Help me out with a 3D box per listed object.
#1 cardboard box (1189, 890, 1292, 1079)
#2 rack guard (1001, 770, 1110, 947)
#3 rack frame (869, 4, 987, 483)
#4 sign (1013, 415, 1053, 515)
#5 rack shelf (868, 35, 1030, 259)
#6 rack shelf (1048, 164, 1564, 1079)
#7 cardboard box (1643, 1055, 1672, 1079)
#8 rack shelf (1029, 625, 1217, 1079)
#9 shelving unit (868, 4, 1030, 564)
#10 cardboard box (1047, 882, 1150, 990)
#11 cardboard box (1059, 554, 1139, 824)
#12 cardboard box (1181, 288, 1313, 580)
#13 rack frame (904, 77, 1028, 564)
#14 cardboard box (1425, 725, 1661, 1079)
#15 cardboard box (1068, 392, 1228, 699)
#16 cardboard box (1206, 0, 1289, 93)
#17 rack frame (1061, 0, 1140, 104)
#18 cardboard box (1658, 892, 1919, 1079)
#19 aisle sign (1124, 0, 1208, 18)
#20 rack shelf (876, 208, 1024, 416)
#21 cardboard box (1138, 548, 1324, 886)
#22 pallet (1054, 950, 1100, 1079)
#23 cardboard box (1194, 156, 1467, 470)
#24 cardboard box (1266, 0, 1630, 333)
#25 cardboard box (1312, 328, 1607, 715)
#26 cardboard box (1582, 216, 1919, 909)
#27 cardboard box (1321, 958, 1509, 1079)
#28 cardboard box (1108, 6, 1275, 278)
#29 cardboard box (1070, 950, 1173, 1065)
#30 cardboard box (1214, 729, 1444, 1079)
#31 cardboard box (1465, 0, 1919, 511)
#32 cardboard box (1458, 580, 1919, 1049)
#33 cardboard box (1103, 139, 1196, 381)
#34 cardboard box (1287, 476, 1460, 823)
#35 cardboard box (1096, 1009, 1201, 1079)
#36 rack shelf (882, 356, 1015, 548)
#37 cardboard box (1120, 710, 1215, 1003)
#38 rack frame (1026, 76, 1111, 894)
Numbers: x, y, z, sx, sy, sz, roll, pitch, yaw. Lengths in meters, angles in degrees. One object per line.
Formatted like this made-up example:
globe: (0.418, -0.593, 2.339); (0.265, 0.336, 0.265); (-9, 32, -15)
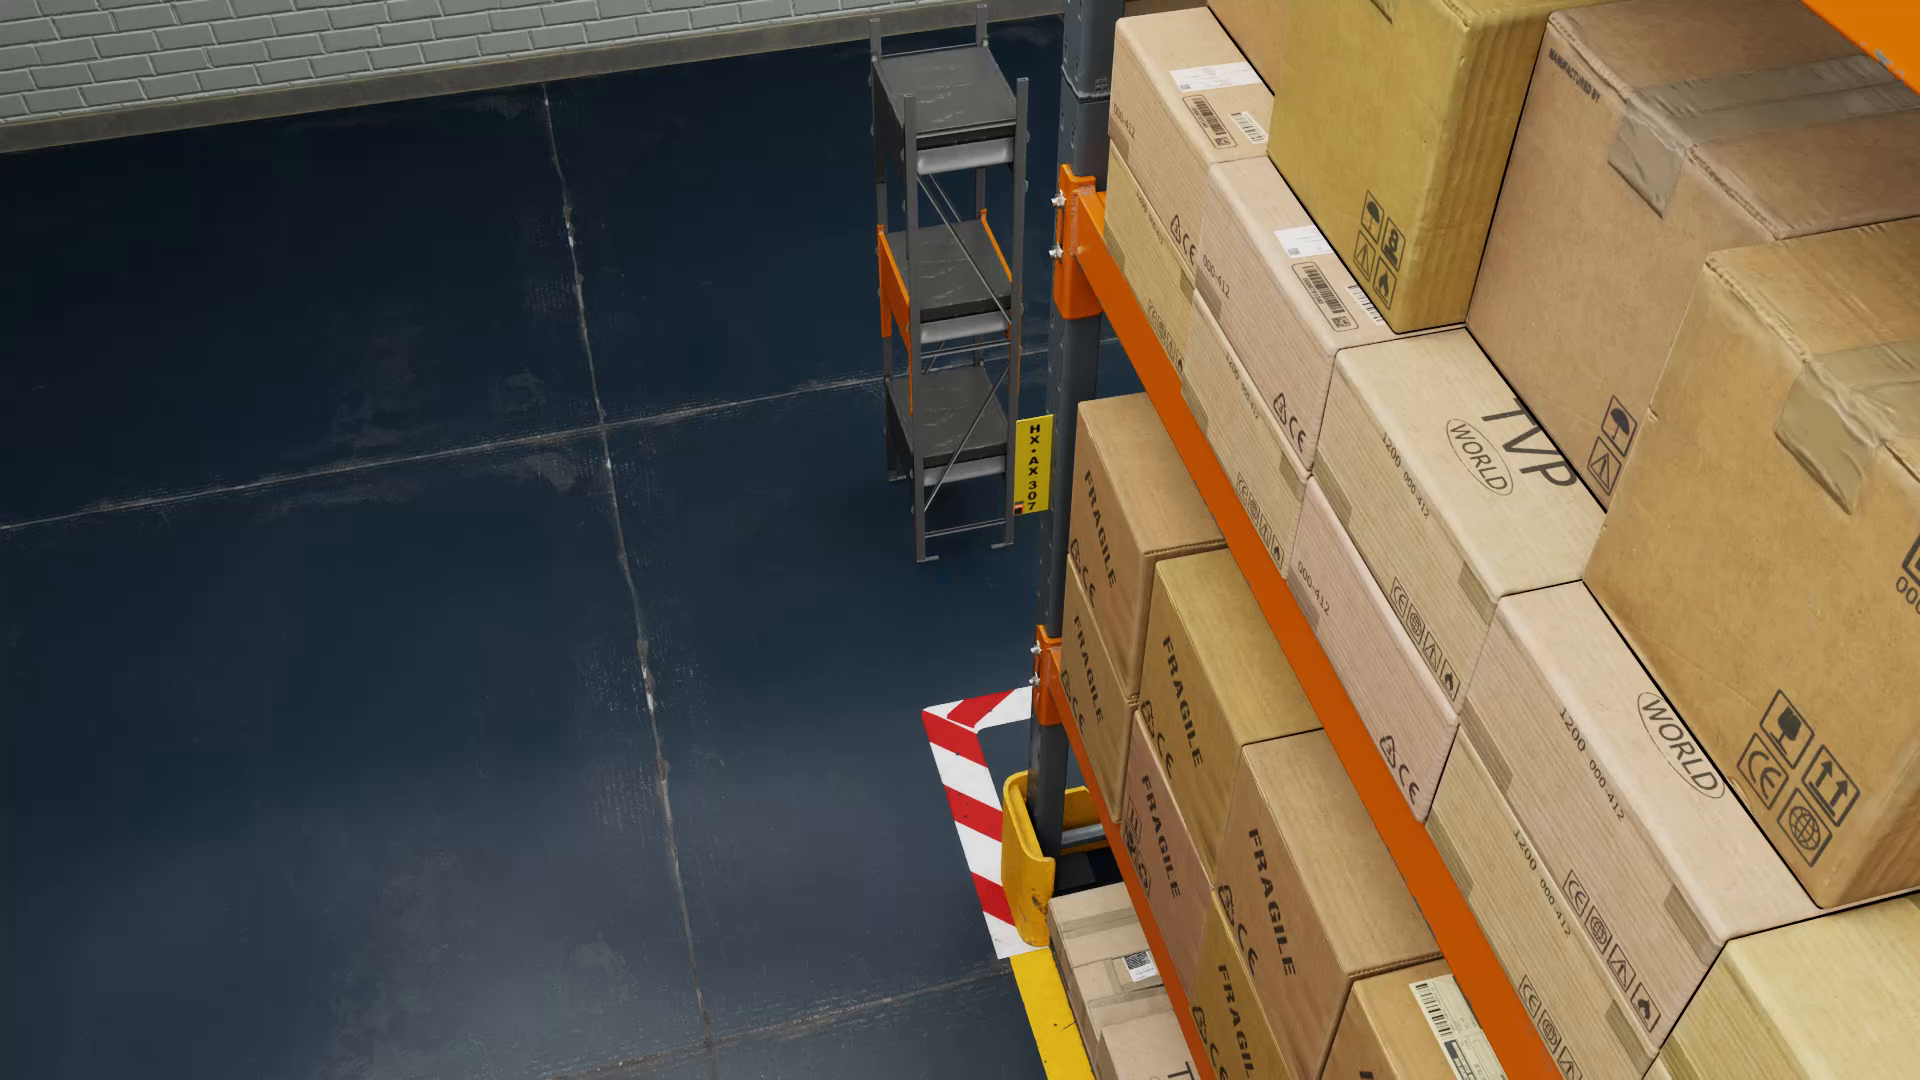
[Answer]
cardboard box: (0.834, 1.038, 3.563); (0.500, 0.500, 0.500); (-11, 47, -10)
rack guard: (0.732, 0.943, 5.476); (1.175, 0.500, 0.348); (-11, 47, -10)
rack frame: (-0.105, -1.018, 6.277); (0.400, 2.100, 0.015); (-11, 47, -10)
sign: (0.188, -0.188, 4.228); (0.100, 0.325, 0.005); (-11, 47, -10)
rack shelf: (-0.042, -1.330, 5.622); (0.431, 0.518, 0.480); (-11, 47, -10)
rack shelf: (1.225, 0.599, 2.467); (1.077, 0.370, 4.000); (-11, 47, -10)
cardboard box: (1.101, 0.802, 1.868); (0.500, 0.250, 0.500); (-11, 47, -10)
rack shelf: (1.225, 1.648, 3.538); (1.077, 0.370, 4.000); (-11, 47, -10)
shelving unit: (-0.042, -0.849, 6.112); (0.431, 2.100, 0.503); (-11, 47, -10)
cardboard box: (0.488, 1.212, 5.150); (0.380, 0.149, 0.250); (-11, 47, -10)
cardboard box: (0.571, 0.335, 4.251); (0.500, 0.500, 0.500); (-10, 46, -9)
cardboard box: (0.714, -0.233, 2.883); (0.500, 0.250, 0.500); (-11, 47, -10)
rack frame: (0.020, -0.681, 5.947); (0.400, 2.100, 0.015); (-11, 47, -10)
cardboard box: (0.978, 0.456, 2.208); (0.500, 0.250, 0.500); (-11, 47, -10)
cardboard box: (0.571, -0.015, 3.894); (0.500, 0.500, 0.500); (-9, 46, -9)
cardboard box: (0.860, -1.067, 2.825); (0.700, 0.500, 0.500); (-11, 47, -10)
rack frame: (0.713, -2.084, 2.492); (1.000, 3.000, 0.127); (-11, 47, -10)
cardboard box: (1.099, 0.628, 1.690); (0.500, 0.250, 0.500); (-11, 47, -10)
aisle sign: (0.411, -0.888, 3.699); (0.394, 0.787, 0.004); (-11, 47, -10)
rack shelf: (-0.042, -0.840, 6.122); (0.431, 0.518, 0.480); (-11, 47, -10)
cardboard box: (0.713, 0.345, 3.542); (0.500, 0.500, 0.500); (-10, 46, -10)
pallet: (0.937, 1.595, 5.040); (1.003, 0.211, 1.213); (-11, 47, -10)
cardboard box: (0.714, -0.408, 2.704); (0.500, 0.250, 0.500); (-11, 47, -10)
cardboard box: (0.906, -0.707, 2.472); (0.700, 0.500, 0.500); (-11, 47, -10)
cardboard box: (0.848, -0.064, 2.367); (0.500, 0.250, 0.500); (-11, 47, -10)
cardboard box: (1.175, -0.019, 1.798); (0.700, 0.500, 0.500); (-11, 47, -10)
cardboard box: (0.967, 1.042, 2.859); (0.500, 0.500, 0.500); (-11, 47, -11)
cardboard box: (0.593, -0.754, 3.044); (0.500, 0.250, 0.500); (-11, 47, -10)
cardboard box: (0.552, 1.378, 4.975); (0.380, 0.166, 0.250); (-11, 47, -10)
cardboard box: (0.836, 0.691, 3.202); (0.500, 0.500, 0.500); (-10, 46, -10)
cardboard box: (1.138, -0.381, 2.153); (0.700, 0.500, 0.500); (-11, 47, -10)
cardboard box: (0.972, 0.282, 2.028); (0.500, 0.250, 0.500); (-11, 47, -10)
cardboard box: (0.598, -0.580, 3.223); (0.500, 0.250, 0.500); (-11, 47, -10)
cardboard box: (0.844, 0.112, 2.545); (0.500, 0.250, 0.500); (-11, 47, -10)
cardboard box: (0.706, 1.597, 4.702); (0.500, 0.250, 0.500); (-11, 47, -10)
rack shelf: (-0.042, -0.350, 6.622); (0.431, 0.518, 0.480); (-11, 47, -10)
cardboard box: (0.709, 0.691, 3.903); (0.500, 0.500, 0.500); (-11, 47, -11)
rack frame: (0.713, 0.016, 4.634); (1.000, 3.000, 0.127); (-11, 47, -10)
